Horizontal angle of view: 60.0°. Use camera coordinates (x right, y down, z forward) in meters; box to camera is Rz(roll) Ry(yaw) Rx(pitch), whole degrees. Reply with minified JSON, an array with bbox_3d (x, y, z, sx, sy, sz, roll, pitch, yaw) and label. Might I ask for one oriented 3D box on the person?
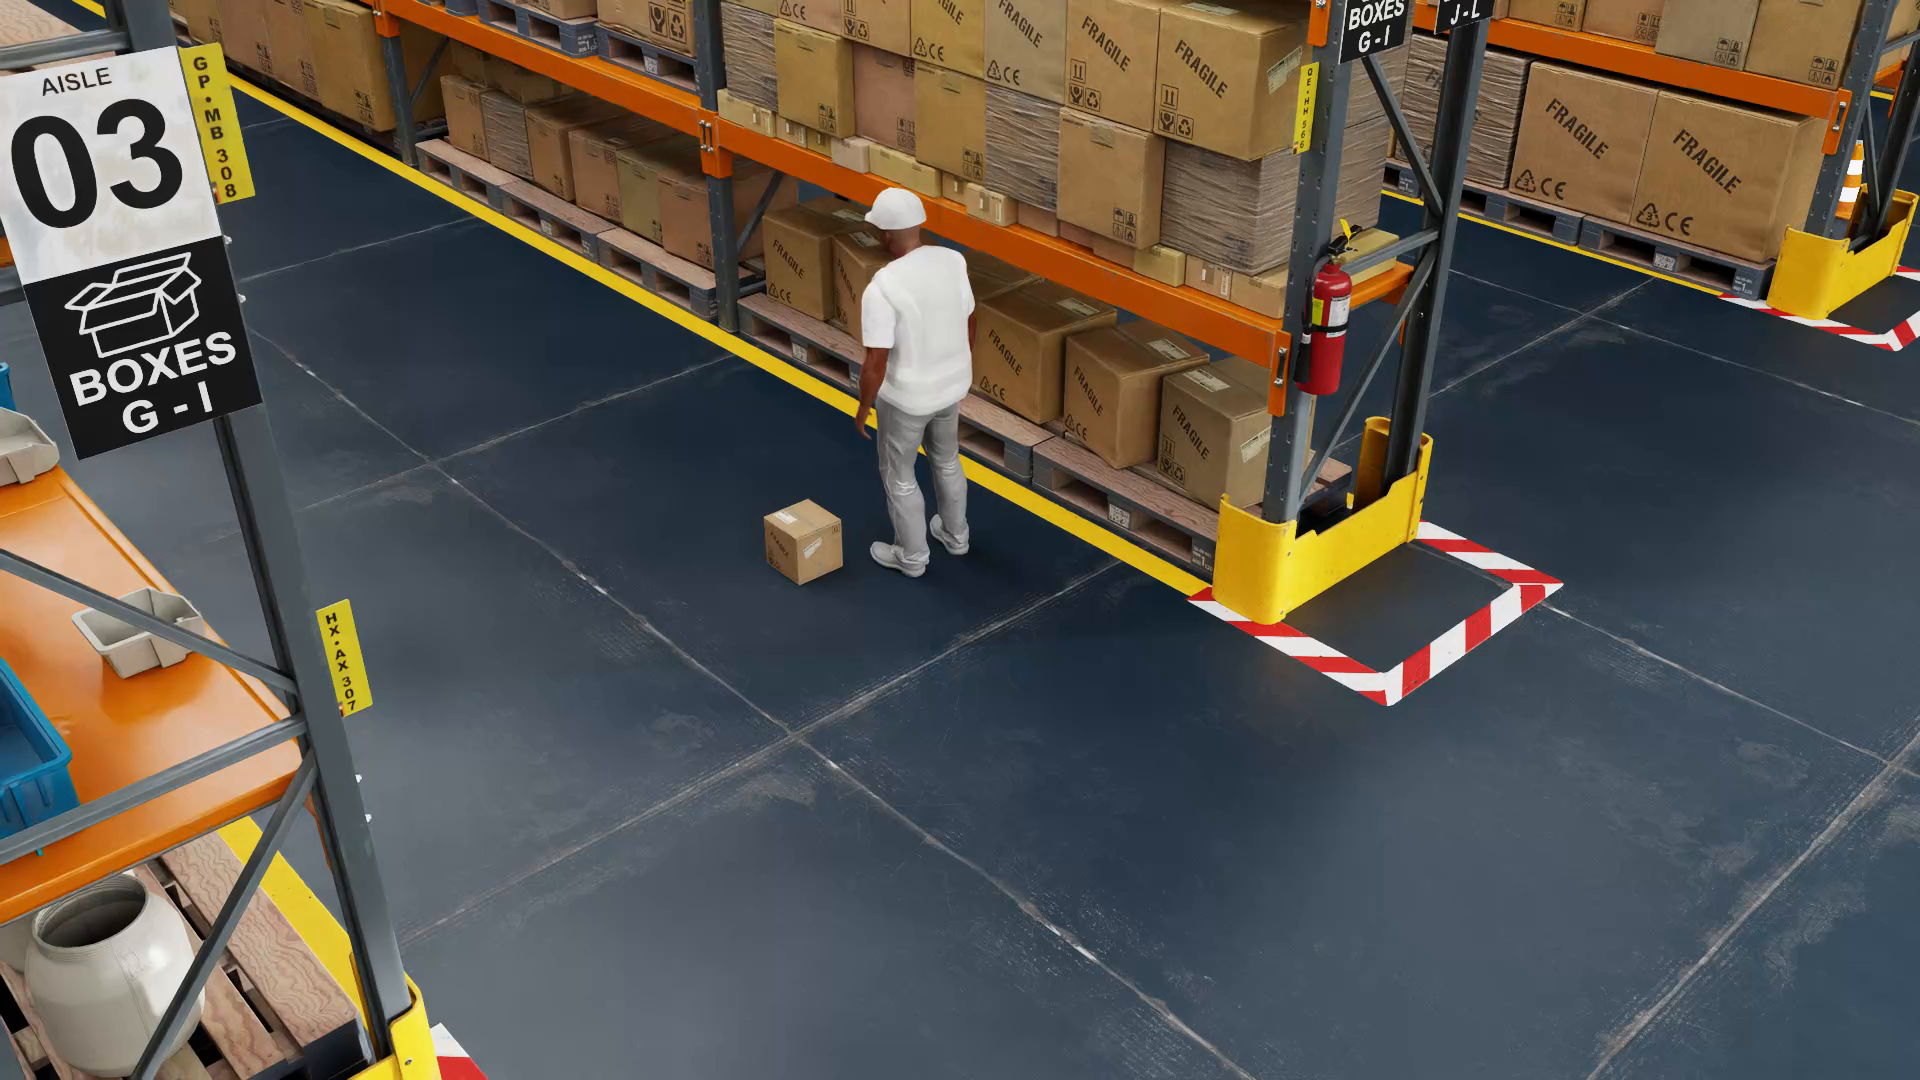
[{"bbox_3d":[-0.195,-0.667,7.204,0.635,1.760,0.455,-26,40,-35],"label":"person"}]
